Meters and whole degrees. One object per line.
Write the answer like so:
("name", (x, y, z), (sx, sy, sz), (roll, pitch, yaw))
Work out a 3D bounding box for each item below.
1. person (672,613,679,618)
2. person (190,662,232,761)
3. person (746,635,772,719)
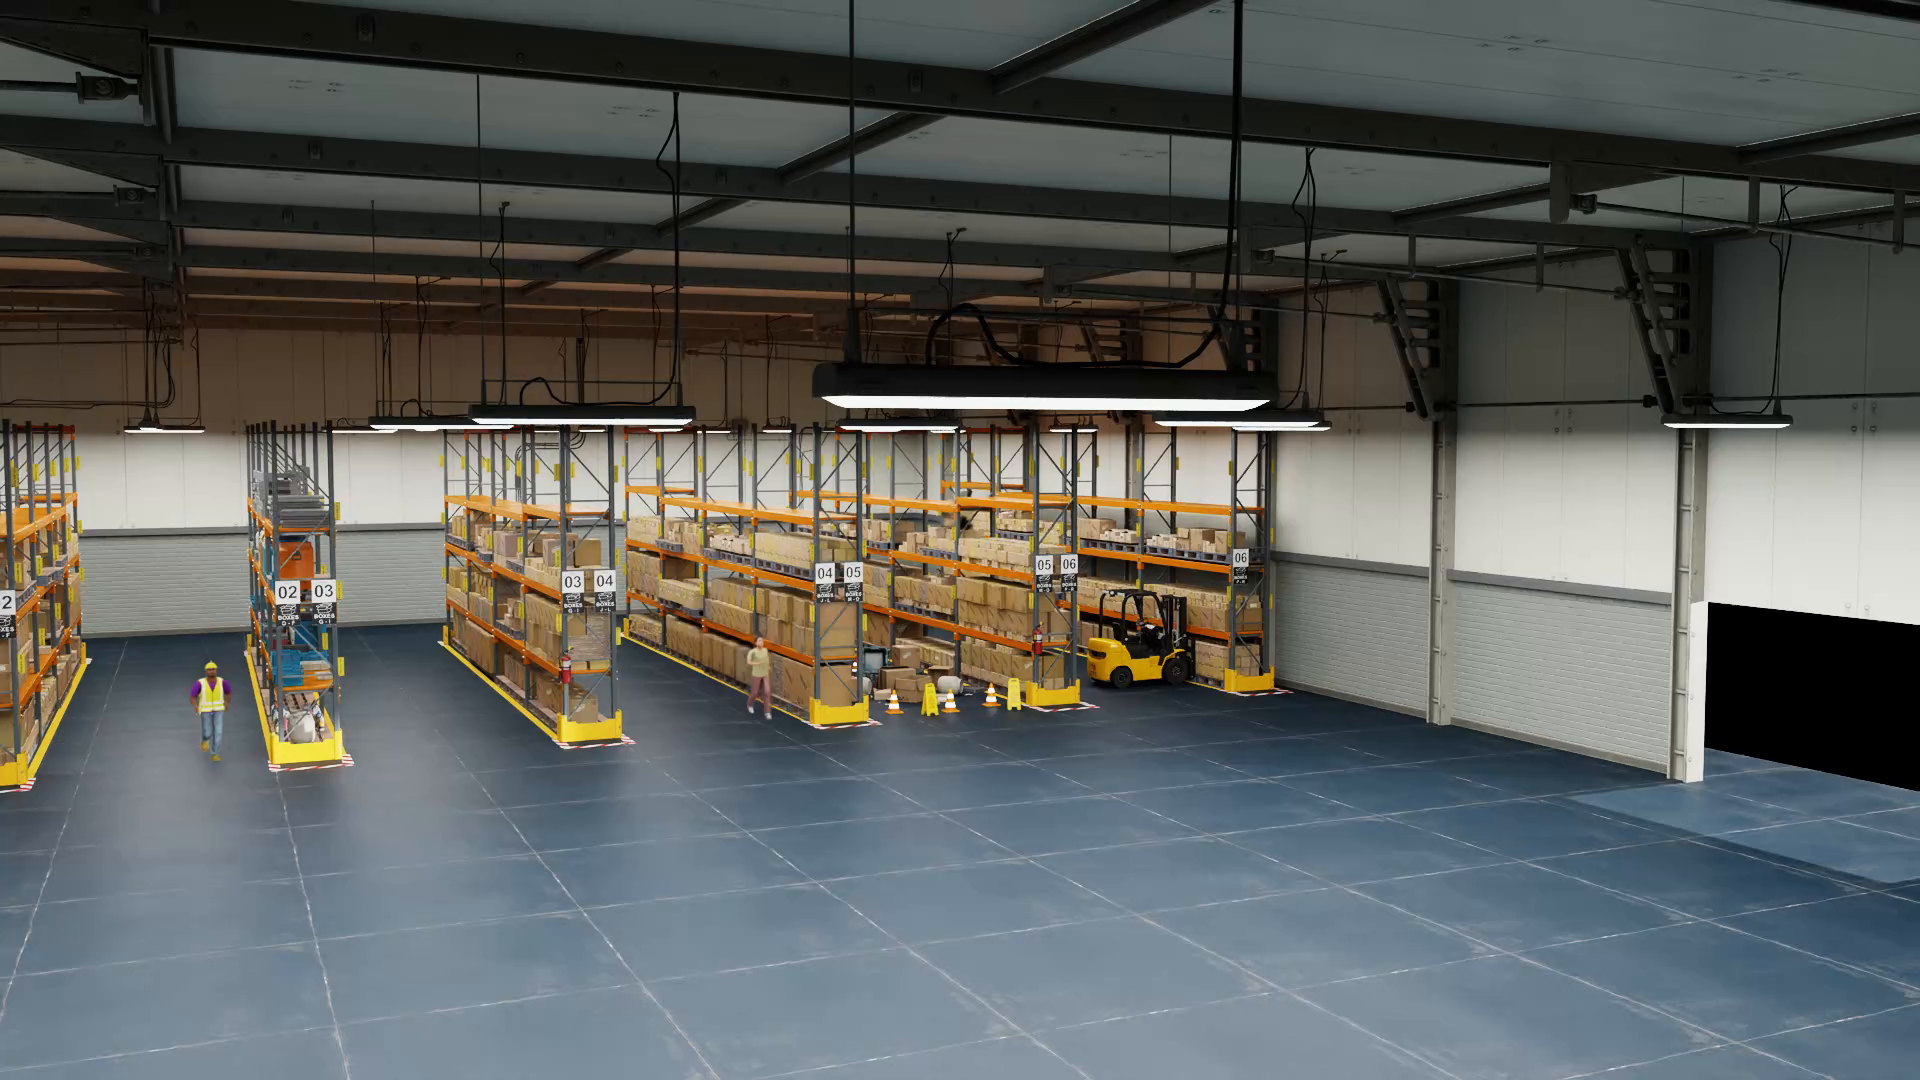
("person", (-8.217, 1.850, 48.859), (0.651, 1.690, 0.672), (3, 5, 39))
("person", (-13.216, 3.022, 29.397), (0.695, 1.716, 0.737), (-2, 4, -31))
("person", (-4.060, 2.759, 33.706), (0.574, 1.648, 0.970), (-2, 4, -29))
